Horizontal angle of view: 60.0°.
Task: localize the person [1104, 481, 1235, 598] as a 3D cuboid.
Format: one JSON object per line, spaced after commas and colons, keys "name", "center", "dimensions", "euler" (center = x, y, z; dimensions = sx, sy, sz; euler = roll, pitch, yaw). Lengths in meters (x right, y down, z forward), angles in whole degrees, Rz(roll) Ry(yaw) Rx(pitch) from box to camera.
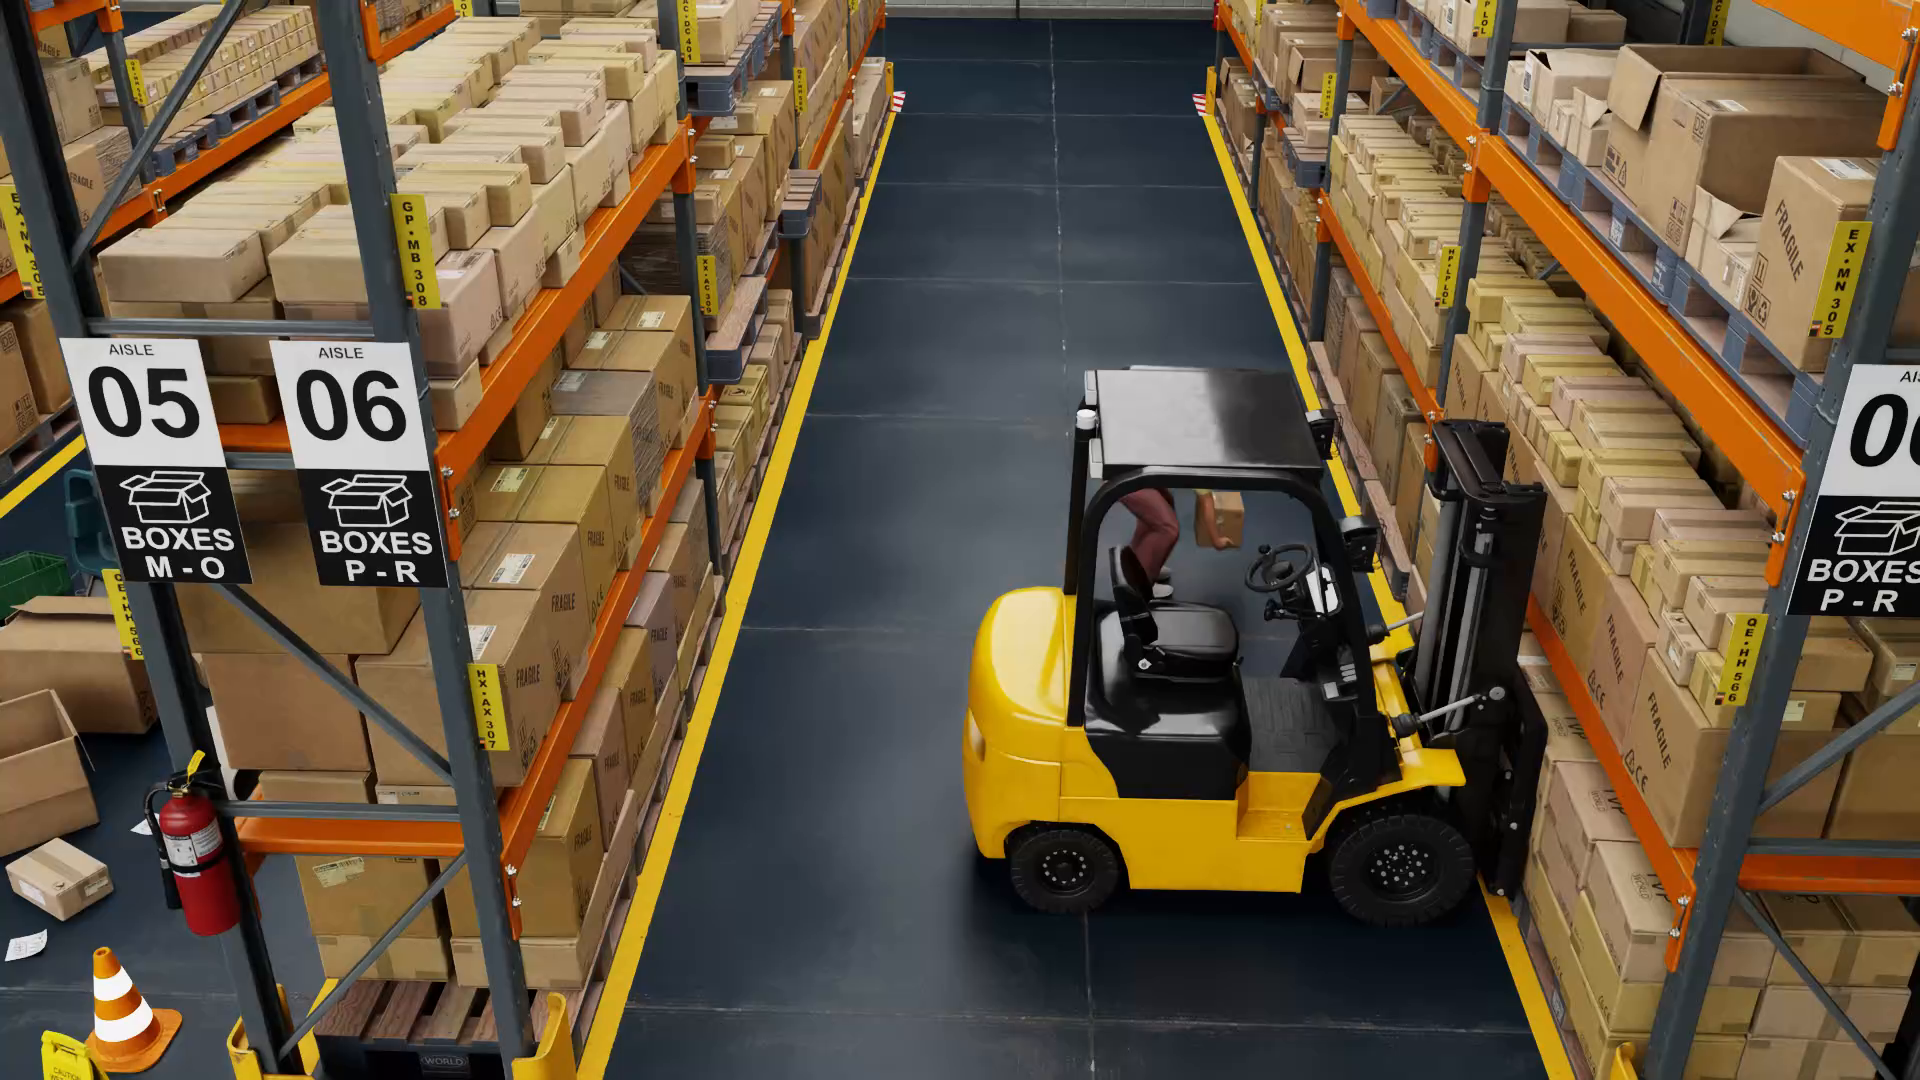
{"name": "person", "center": [1.232, -0.206, 9.640], "dimensions": [0.863, 1.083, 0.439], "euler": [0, 28, -1]}
